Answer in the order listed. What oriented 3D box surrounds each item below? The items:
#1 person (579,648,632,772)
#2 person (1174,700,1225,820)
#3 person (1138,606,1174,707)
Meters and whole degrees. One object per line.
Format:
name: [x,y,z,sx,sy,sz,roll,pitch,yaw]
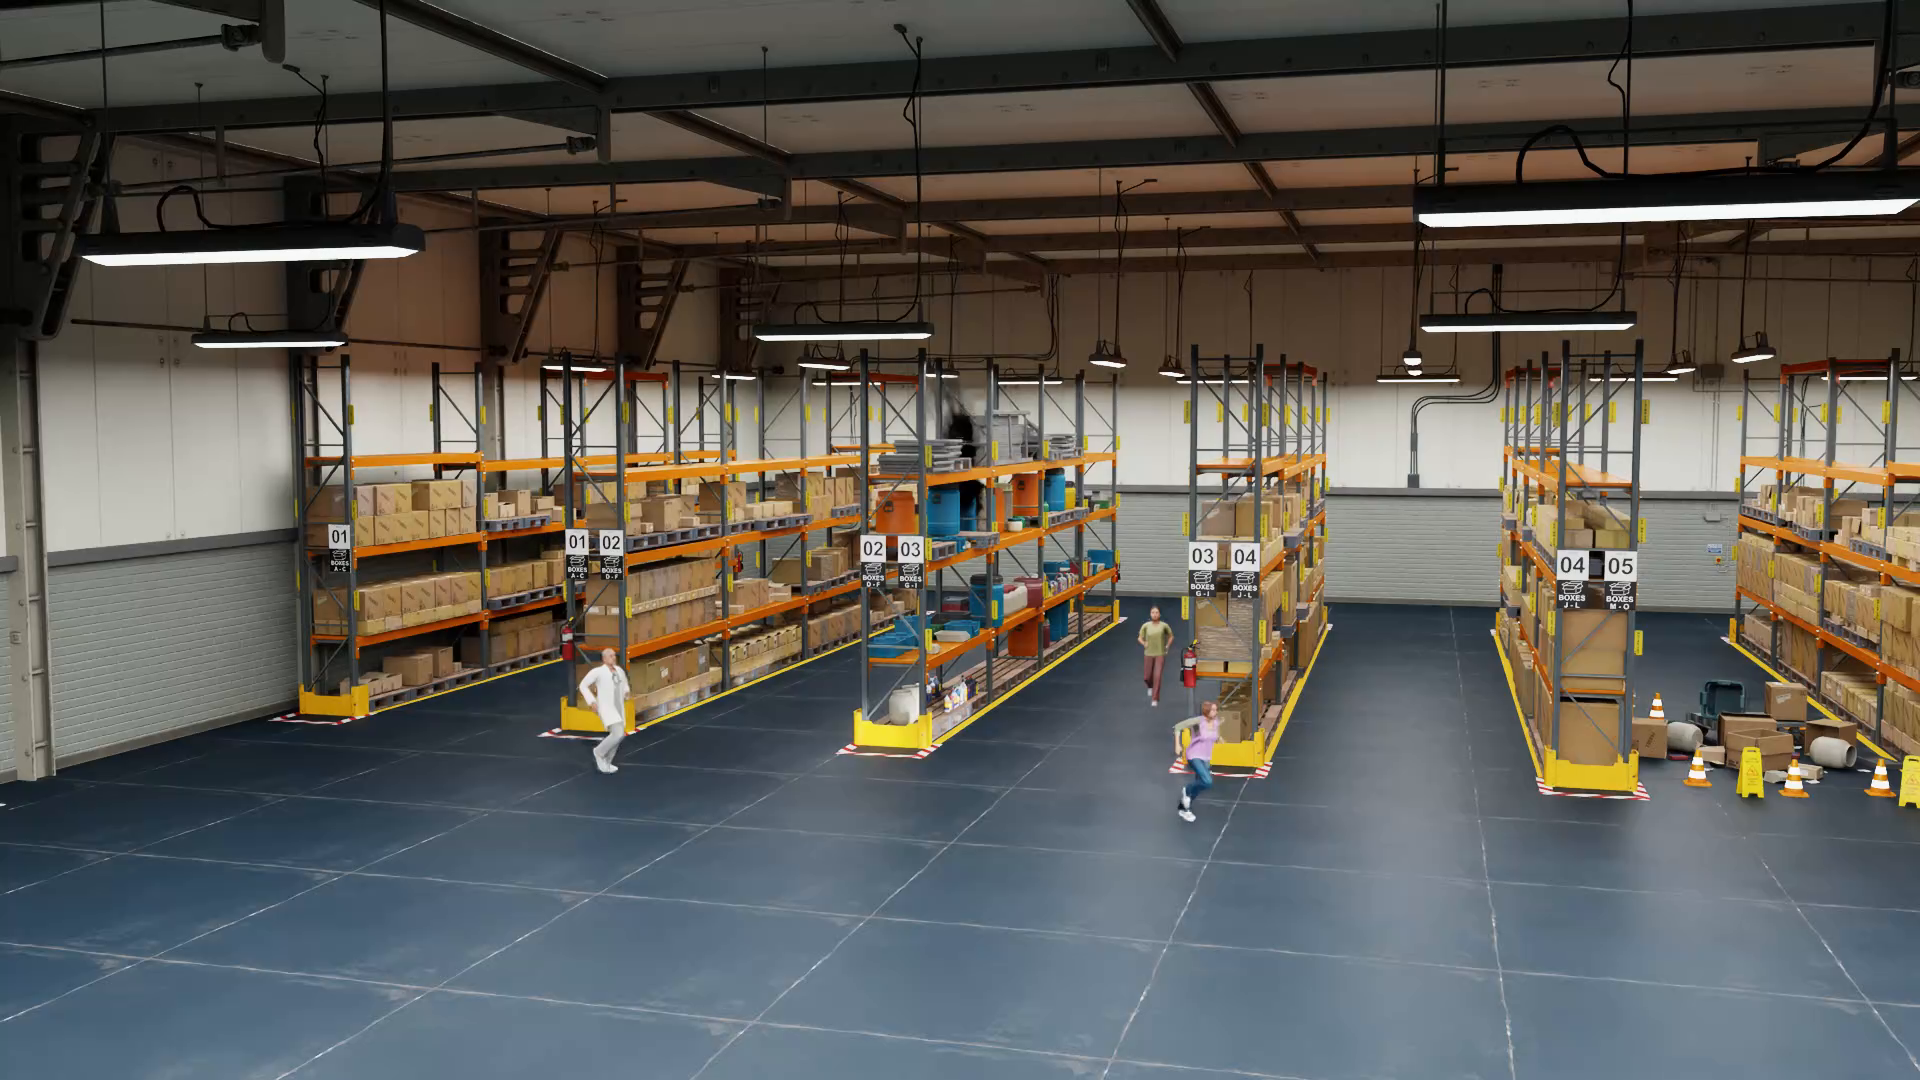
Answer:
person: [-4.849,2.384,23.188,0.678,1.741,0.692,3,5,33]
person: [2.960,2.711,20.431,0.525,1.525,0.715,-4,6,-39]
person: [3.234,1.904,27.485,0.588,1.628,0.758,1,4,10]
